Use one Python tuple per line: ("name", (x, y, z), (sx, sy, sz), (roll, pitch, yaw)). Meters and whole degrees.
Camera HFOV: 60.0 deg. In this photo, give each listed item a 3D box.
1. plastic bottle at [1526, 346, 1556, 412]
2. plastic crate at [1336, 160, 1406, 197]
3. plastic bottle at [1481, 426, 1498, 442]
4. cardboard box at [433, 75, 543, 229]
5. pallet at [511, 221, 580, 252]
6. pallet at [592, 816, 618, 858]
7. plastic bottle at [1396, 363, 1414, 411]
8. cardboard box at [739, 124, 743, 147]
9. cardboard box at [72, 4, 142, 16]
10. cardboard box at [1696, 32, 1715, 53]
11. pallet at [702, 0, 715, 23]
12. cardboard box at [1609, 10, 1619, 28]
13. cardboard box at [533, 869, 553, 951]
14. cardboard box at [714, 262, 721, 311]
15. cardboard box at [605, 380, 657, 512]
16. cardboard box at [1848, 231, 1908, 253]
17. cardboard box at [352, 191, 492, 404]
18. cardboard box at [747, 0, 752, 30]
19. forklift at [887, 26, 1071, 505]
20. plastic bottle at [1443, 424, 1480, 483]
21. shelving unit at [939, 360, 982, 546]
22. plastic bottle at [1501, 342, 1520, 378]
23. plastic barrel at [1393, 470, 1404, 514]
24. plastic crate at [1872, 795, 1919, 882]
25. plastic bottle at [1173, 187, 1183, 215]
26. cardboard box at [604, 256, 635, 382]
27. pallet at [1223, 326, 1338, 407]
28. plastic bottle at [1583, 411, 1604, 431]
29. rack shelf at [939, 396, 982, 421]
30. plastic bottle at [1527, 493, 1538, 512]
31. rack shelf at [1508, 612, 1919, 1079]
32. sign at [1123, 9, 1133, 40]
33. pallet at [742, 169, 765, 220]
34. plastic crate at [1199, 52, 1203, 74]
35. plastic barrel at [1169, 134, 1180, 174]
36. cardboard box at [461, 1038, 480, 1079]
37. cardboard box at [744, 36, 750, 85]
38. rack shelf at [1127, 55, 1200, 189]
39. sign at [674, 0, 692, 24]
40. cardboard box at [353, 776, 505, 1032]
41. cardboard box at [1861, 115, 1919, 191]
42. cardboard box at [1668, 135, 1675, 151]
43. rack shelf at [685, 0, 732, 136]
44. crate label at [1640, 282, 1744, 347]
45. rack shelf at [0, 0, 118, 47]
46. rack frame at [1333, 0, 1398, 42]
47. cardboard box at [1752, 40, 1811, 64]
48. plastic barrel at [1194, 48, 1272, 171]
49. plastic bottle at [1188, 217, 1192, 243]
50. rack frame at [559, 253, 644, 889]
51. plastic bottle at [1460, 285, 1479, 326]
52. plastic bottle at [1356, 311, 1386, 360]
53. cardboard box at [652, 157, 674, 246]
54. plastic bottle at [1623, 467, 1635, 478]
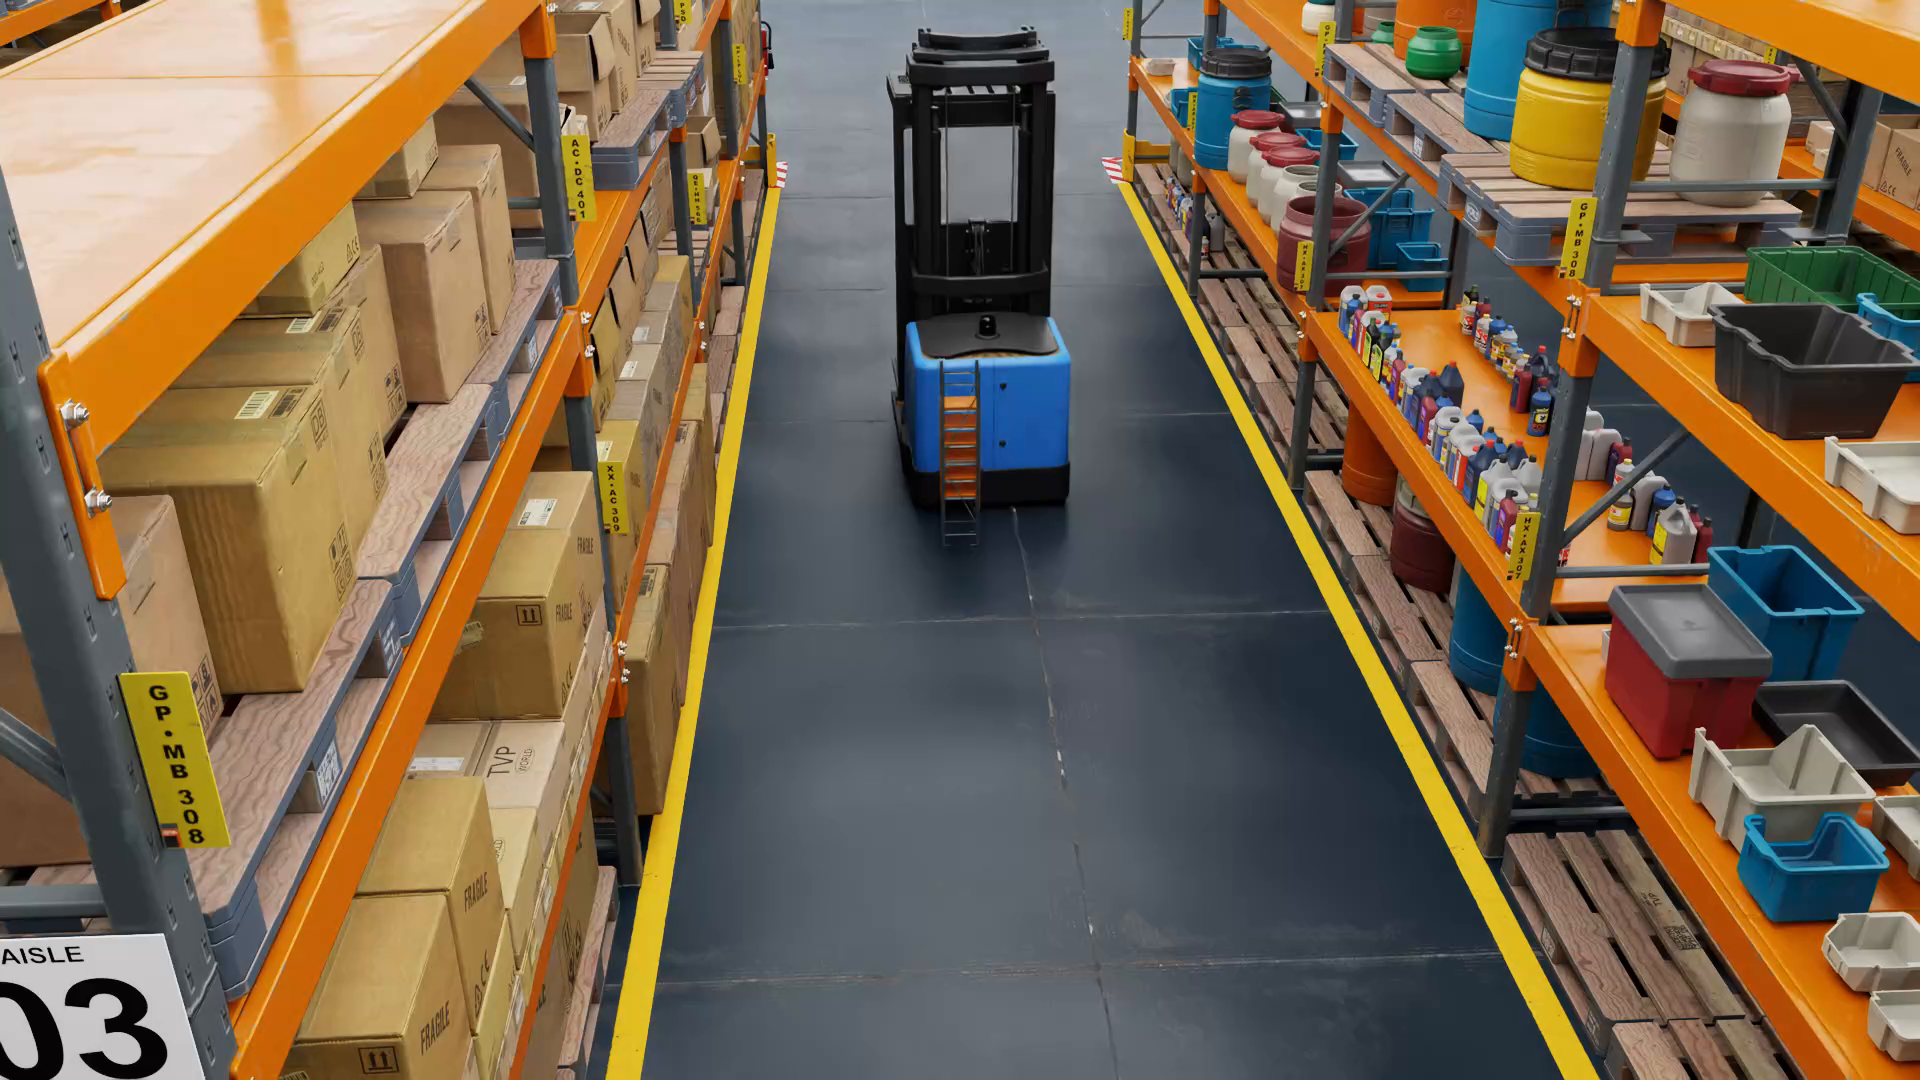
("plastic bottle", (3.236, -0.906, 9.297), (0.144, 0.351, 0.185), (-1, 28, -3))
("plastic crate", (2.984, -2.489, 12.209), (0.402, 0.464, 0.583), (-1, 28, -3))
("plastic bottle", (2.699, -0.452, 8.512), (0.097, 0.271, 0.097), (0, 28, 0))
("cardboard box", (-2.015, -1.568, 6.707), (0.700, 0.500, 0.500), (-1, 28, -1))
("pallet", (-2.072, -1.407, 7.168), (0.805, 0.209, 1.217), (-2, 28, -5))
("pallet", (-2.090, 1.142, 8.332), (1.003, 0.211, 1.213), (-1, 28, -3))
("plastic bottle", (2.501, -0.854, 9.284), (0.097, 0.271, 0.097), (0, 28, 0))
("cardboard box", (-2.103, -3.545, 14.575), (0.380, 0.149, 0.250), (-1, 28, -3))
("cardboard box", (-7.481, -4.329, 14.476), (0.875, 0.550, 0.550), (-1, 28, -3))
("cardboard box", (7.208, -4.711, 15.728), (0.380, 0.149, 0.250), (-1, 28, -1))
("pallet", (-2.409, -3.914, 11.971), (1.213, 0.211, 1.003), (-1, 28, -3))
("cardboard box", (7.303, -5.347, 17.651), (0.700, 0.500, 0.500), (-1, 28, -3))
("cardboard box", (-1.552, 1.216, 5.447), (0.380, 0.149, 0.250), (-1, 28, -2))
("cardboard box", (-2.382, -2.237, 14.023), (0.700, 0.500, 0.500), (-3, 28, -7))
("cardboard box", (-1.802, -0.466, 8.291), (0.500, 0.500, 0.500), (-2, 28, -4))
("cardboard box", (7.841, -2.467, 14.150), (0.500, 0.311, 0.500), (-1, 28, -1))
("cardboard box", (-1.850, -0.736, 5.004), (0.700, 0.500, 0.500), (0, 28, 0))
("cardboard box", (-2.270, -5.191, 15.949), (0.500, 0.500, 0.500), (-1, 28, -3))
("forklift", (0.070, -2.181, 11.762), (1.130, 2.935, 3.031), (-3, 28, -5))
("plastic bottle", (2.576, -0.442, 8.489), (0.152, 0.276, 0.135), (-1, 28, -3))
("shelving unit", (-0.001, -0.539, 10.485), (0.258, 1.200, 0.189), (-1, 28, -3))
("plastic bottle", (3.235, -1.057, 9.748), (0.097, 0.201, 0.097), (0, 28, 0))
("plastic barrel", (2.924, -0.306, 10.329), (0.421, 0.512, 0.421), (0, 28, 0))
("plastic crate", (3.363, 1.028, 5.756), (0.293, 0.136, 0.466), (-1, 28, -3))
("plastic bottle", (2.151, -3.337, 16.379), (0.097, 0.271, 0.097), (0, 28, 0))
("cardboard box", (-2.089, -1.128, 8.475), (0.797, 0.503, 0.637), (-1, 28, -1))
("pallet", (2.700, -1.391, 13.189), (1.003, 0.211, 1.213), (-1, 28, -3))
("plastic bottle", (3.267, -0.562, 8.718), (0.152, 0.276, 0.135), (-1, 28, -3))
("rack shelf", (-0.001, -0.818, 10.339), (0.258, 0.103, 0.180), (-1, 28, -3))
("plastic bottle", (2.733, -0.126, 7.962), (0.097, 0.201, 0.097), (0, 28, 0))
("rack shelf", (3.076, 1.383, 5.632), (1.077, 0.370, 4.000), (-1, 28, -3))
("sign", (1.795, -5.513, 17.776), (0.100, 0.325, 0.005), (-1, 28, -3))
("pallet", (-2.590, -3.634, 17.489), (1.003, 0.211, 1.213), (-1, 28, -3))
("plastic crate", (2.698, -4.811, 16.892), (0.499, 0.251, 0.408), (-1, 28, -3))
("plastic barrel", (2.455, -4.182, 17.761), (0.421, 0.512, 0.421), (0, 28, 0))
("cardboard box", (-1.555, 1.574, 4.329), (0.500, 0.250, 0.500), (-2, 28, -3))
("cardboard box", (-2.457, -4.512, 15.727), (0.875, 0.500, 0.500), (-1, 28, -3))
("rack shelf", (2.449, -4.159, 16.258), (1.077, 0.370, 4.000), (-1, 28, -3))
("sign", (-1.629, -3.191, 9.736), (0.100, 0.325, 0.005), (-1, 28, -3))
("cardboard box", (-1.581, 1.011, 4.597), (0.500, 0.500, 0.500), (-2, 28, -4))
("cardboard box", (7.552, -3.118, 13.376), (0.500, 0.500, 0.500), (1, 28, 1))
("cardboard box", (7.214, -3.642, 16.198), (0.500, 0.500, 0.500), (-1, 28, -3))
("rack shelf", (-2.288, -3.522, 11.793), (1.077, 0.370, 4.000), (-1, 28, -3))
("crate label", (2.708, -0.840, 6.157), (0.293, 0.136, 0.466), (-1, 28, -3))
("rack shelf", (-7.247, -3.449, 11.653), (1.077, 0.370, 4.000), (-1, 28, -3))
("rack frame", (2.763, -4.367, 9.391), (1.000, 3.000, 0.127), (-1, 28, -3))
("cardboard box", (7.471, -4.496, 14.616), (0.700, 0.500, 0.500), (-1, 28, -2))
("plastic barrel", (2.271, -3.590, 13.848), (0.600, 0.901, 0.708), (-1, 28, -3))
("plastic bottle", (2.222, -2.954, 15.558), (0.144, 0.351, 0.185), (-3, 28, -5))
("rack frame", (-1.975, 0.260, 7.007), (1.000, 3.000, 0.127), (-1, 28, -3))
("plastic bottle", (3.210, -1.478, 10.467), (0.061, 0.283, 0.133), (-1, 28, -3))
("plastic bottle", (2.486, -1.230, 9.999), (0.152, 0.276, 0.135), (-1, 28, -3))
("cardboard box", (-2.381, -2.321, 11.395), (0.700, 0.500, 0.500), (3, 28, 5))
("plastic bottle", (3.325, -0.262, 8.224), (0.097, 0.201, 0.097), (0, 28, 0))
